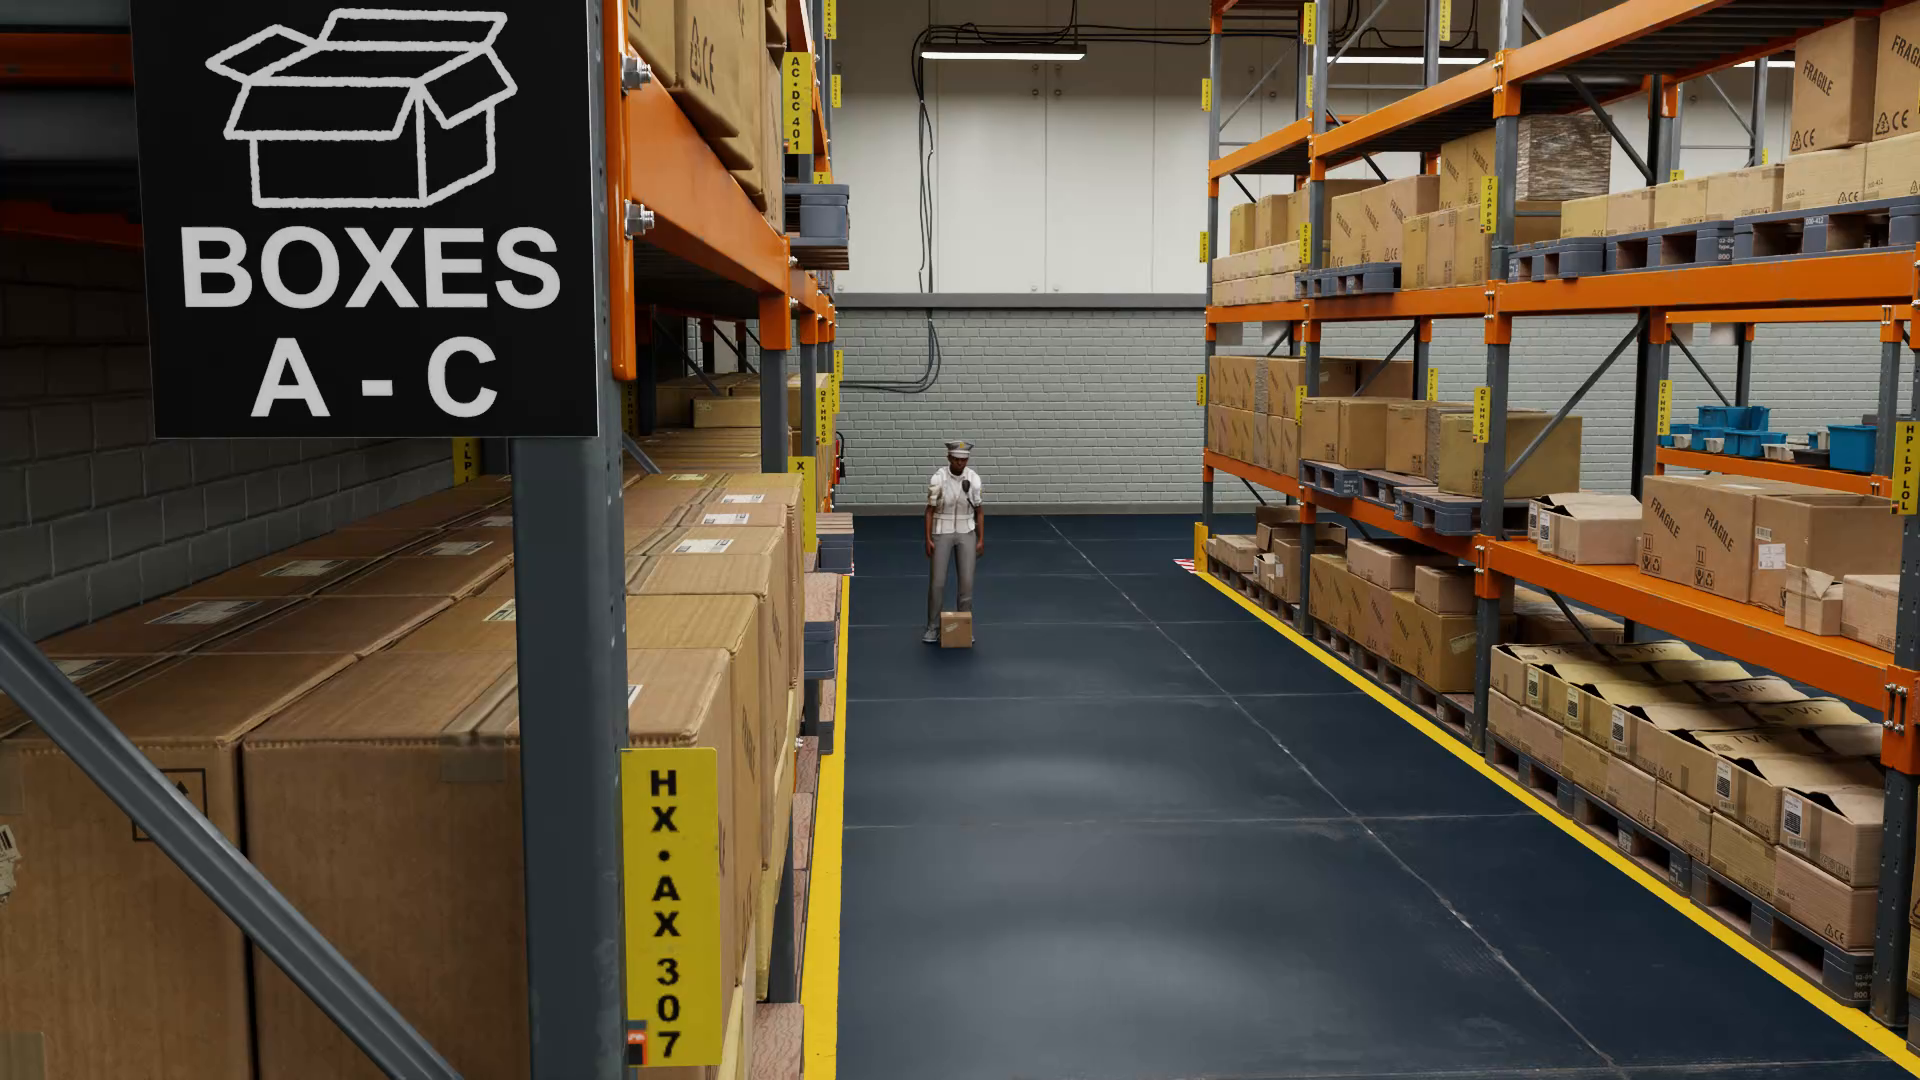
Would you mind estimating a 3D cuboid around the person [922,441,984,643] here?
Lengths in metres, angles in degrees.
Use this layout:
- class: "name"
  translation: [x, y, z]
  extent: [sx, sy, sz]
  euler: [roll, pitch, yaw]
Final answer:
- class: "person"
  translation: [-0.055, 0.006, 13.701]
  extent: [0.529, 1.659, 0.428]
  euler: [-1, 7, -7]
